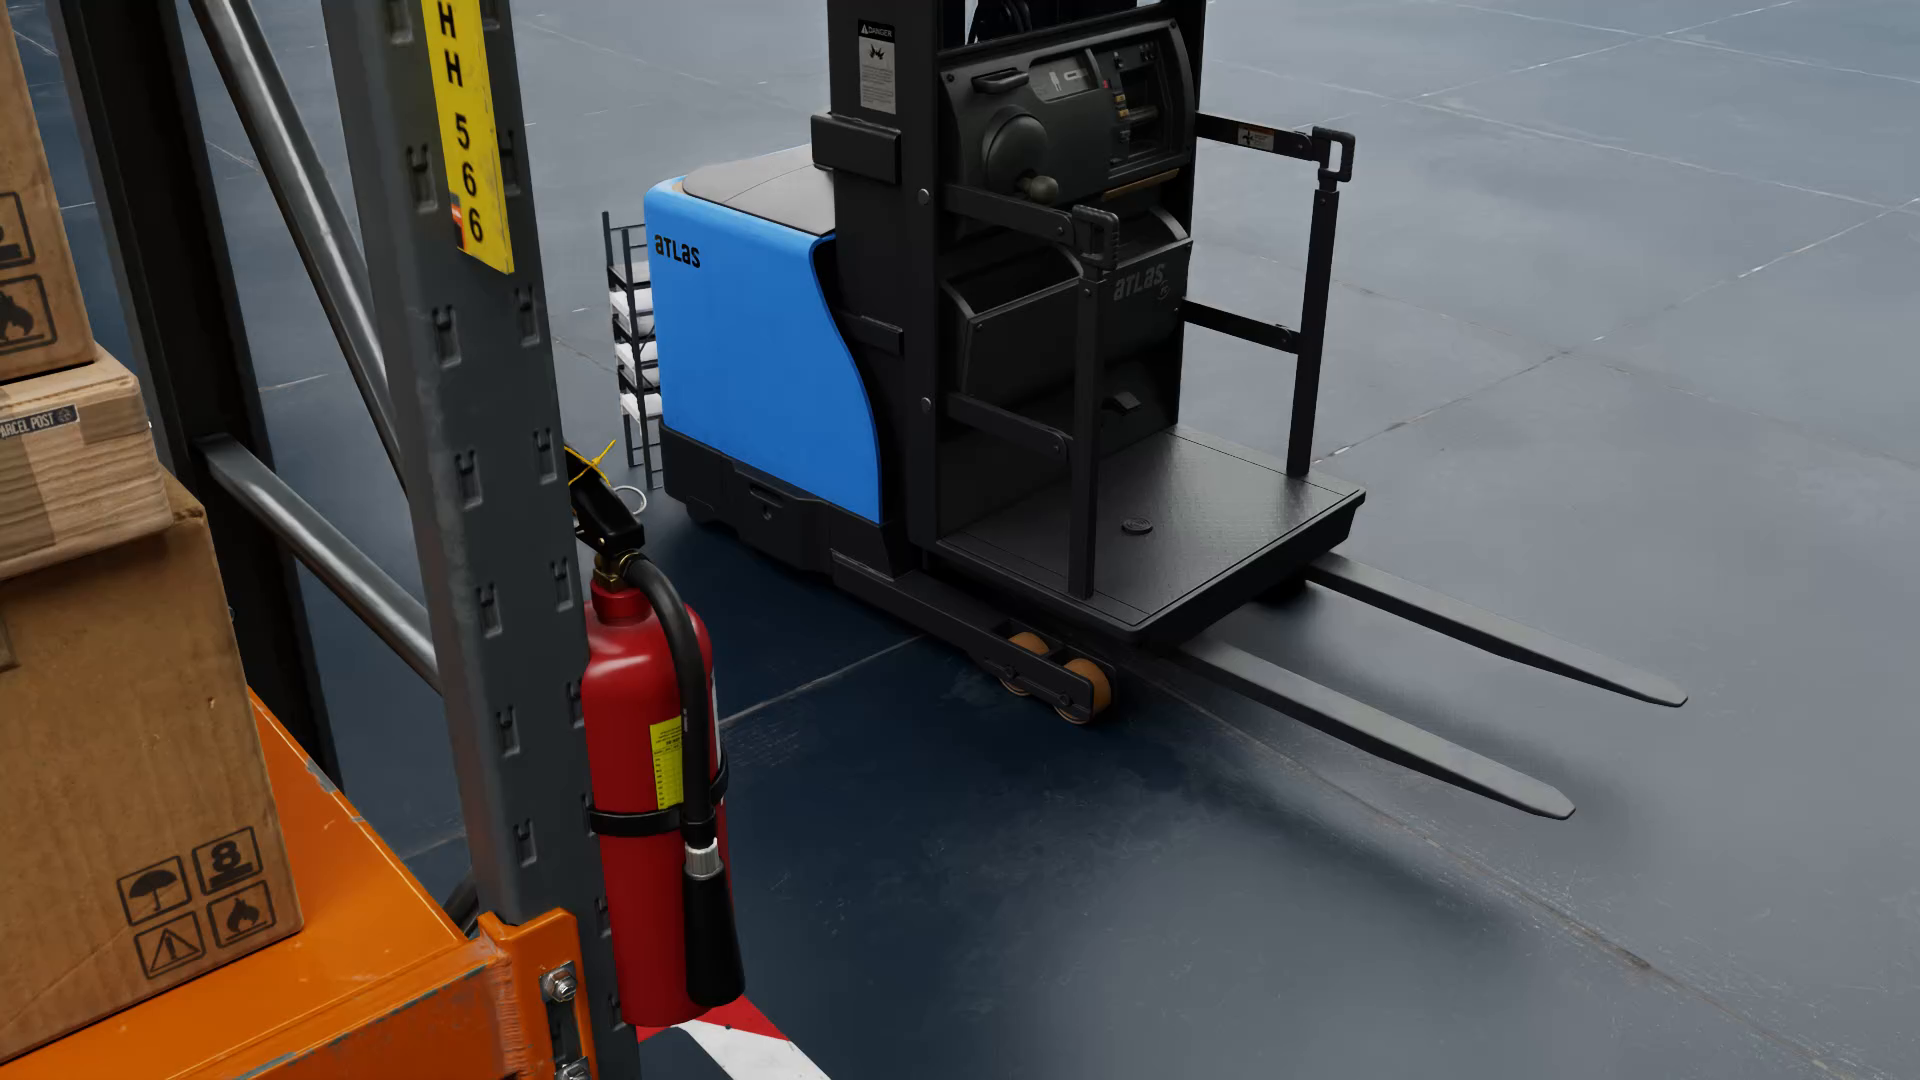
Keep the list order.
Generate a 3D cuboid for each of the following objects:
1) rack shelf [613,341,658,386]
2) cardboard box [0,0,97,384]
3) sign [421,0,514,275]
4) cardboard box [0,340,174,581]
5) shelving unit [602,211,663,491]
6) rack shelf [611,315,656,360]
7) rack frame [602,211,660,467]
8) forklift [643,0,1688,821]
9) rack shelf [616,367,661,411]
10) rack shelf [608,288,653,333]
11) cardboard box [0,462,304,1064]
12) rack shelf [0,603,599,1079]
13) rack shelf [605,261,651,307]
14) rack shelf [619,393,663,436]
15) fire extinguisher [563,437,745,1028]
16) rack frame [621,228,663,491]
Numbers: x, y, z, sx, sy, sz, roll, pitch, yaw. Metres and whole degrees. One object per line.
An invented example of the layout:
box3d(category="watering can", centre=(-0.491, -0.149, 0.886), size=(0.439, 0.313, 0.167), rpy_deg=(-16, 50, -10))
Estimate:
box3d(category="rack shelf", centre=(-0.987, -0.602, 5.492), size=(0.258, 0.077, 0.200), rpy_deg=(-14, 31, -24))
box3d(category="cardboard box", centre=(-1.135, -0.418, 1.367), size=(0.500, 0.500, 0.700), rpy_deg=(-22, 35, -35))
box3d(category="sign", centre=(-0.390, -0.373, 1.285), size=(0.005, 0.325, 0.100), rpy_deg=(-22, 35, -35))
box3d(category="cardboard box", centre=(-0.899, -0.101, 1.463), size=(0.250, 0.149, 0.380), rpy_deg=(-23, 35, -36))
box3d(category="shelving unit", centre=(-0.987, -0.631, 5.476), size=(0.258, 0.900, 0.210), rpy_deg=(-14, 31, -24))
box3d(category="rack shelf", centre=(-0.987, -0.681, 5.450), size=(0.258, 0.077, 0.200), rpy_deg=(-14, 31, -24))
box3d(category="rack frame", centre=(-1.034, -0.674, 5.556), size=(0.240, 0.900, 0.006), rpy_deg=(-14, 31, -24))
box3d(category="forklift", centre=(0.453, -1.090, 4.181), size=(3.031, 2.935, 1.130), rpy_deg=(24, 36, 37))
box3d(category="rack shelf", centre=(-0.987, -0.522, 5.535), size=(0.258, 0.077, 0.200), rpy_deg=(-14, 31, -24))
box3d(category="rack shelf", centre=(-0.987, -0.761, 5.407), size=(0.258, 0.077, 0.200), rpy_deg=(-14, 31, -24))
box3d(category="cardboard box", centre=(-1.095, 0.138, 1.703), size=(0.500, 0.500, 0.700), rpy_deg=(-22, 35, -35))
box3d(category="rack shelf", centre=(-2.253, 0.973, 1.010), size=(4.000, 0.370, 1.077), rpy_deg=(-22, 35, -35))
box3d(category="rack shelf", centre=(-0.987, -0.840, 5.365), size=(0.258, 0.077, 0.200), rpy_deg=(-14, 31, -24))
box3d(category="rack shelf", centre=(-0.987, -0.443, 5.577), size=(0.258, 0.077, 0.200), rpy_deg=(-14, 31, -24))
box3d(category="fire extinguisher", centre=(-0.340, 0.208, 1.760), size=(0.183, 0.674, 0.296), rpy_deg=(-22, 35, -35))
box3d(category="rack frame", centre=(-0.940, -0.589, 5.397), size=(0.240, 0.900, 0.006), rpy_deg=(-14, 31, -24))
